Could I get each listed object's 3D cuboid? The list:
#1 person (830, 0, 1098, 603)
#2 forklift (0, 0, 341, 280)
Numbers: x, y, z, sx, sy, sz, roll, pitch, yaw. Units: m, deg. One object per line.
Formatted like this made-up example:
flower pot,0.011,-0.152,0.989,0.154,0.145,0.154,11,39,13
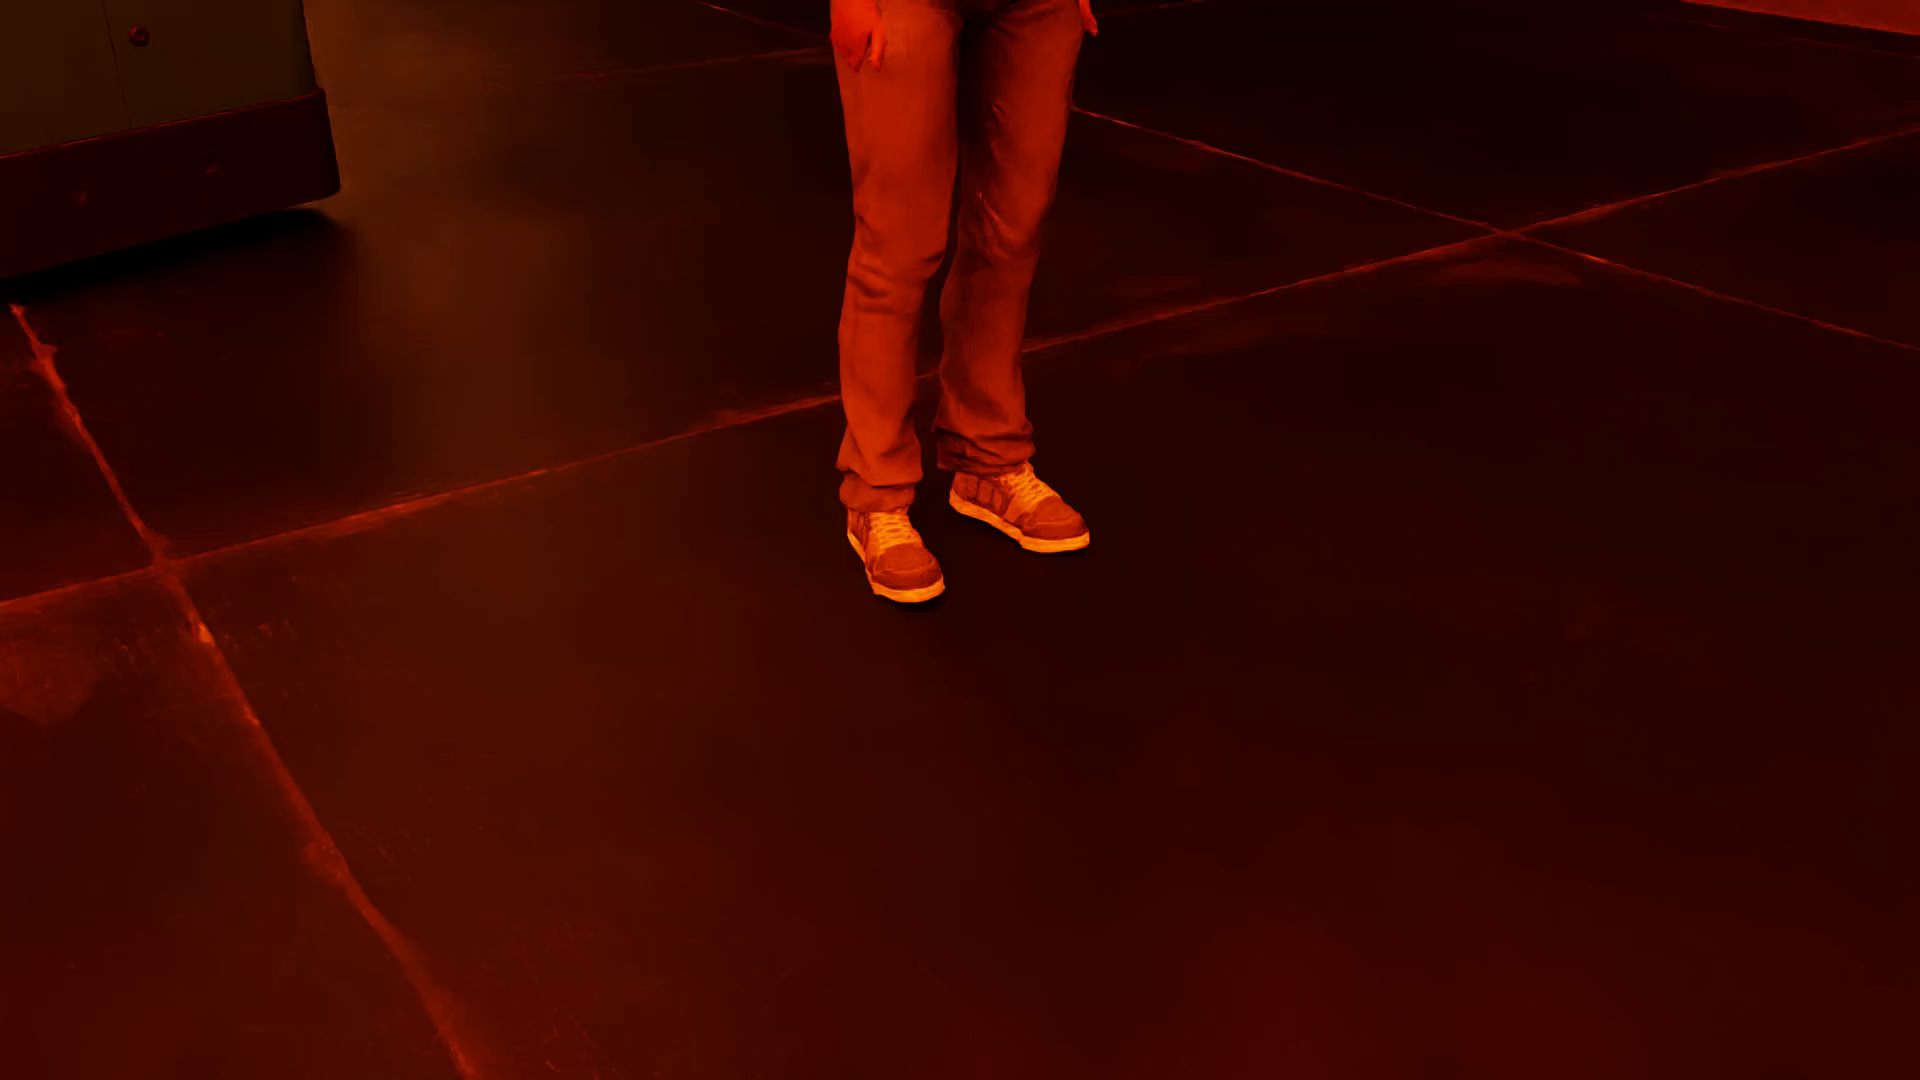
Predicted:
person,0.005,-0.712,2.135,0.405,1.604,0.310,-17,31,-31
forklift,-2.997,-2.294,3.805,3.031,2.935,1.130,17,32,31
